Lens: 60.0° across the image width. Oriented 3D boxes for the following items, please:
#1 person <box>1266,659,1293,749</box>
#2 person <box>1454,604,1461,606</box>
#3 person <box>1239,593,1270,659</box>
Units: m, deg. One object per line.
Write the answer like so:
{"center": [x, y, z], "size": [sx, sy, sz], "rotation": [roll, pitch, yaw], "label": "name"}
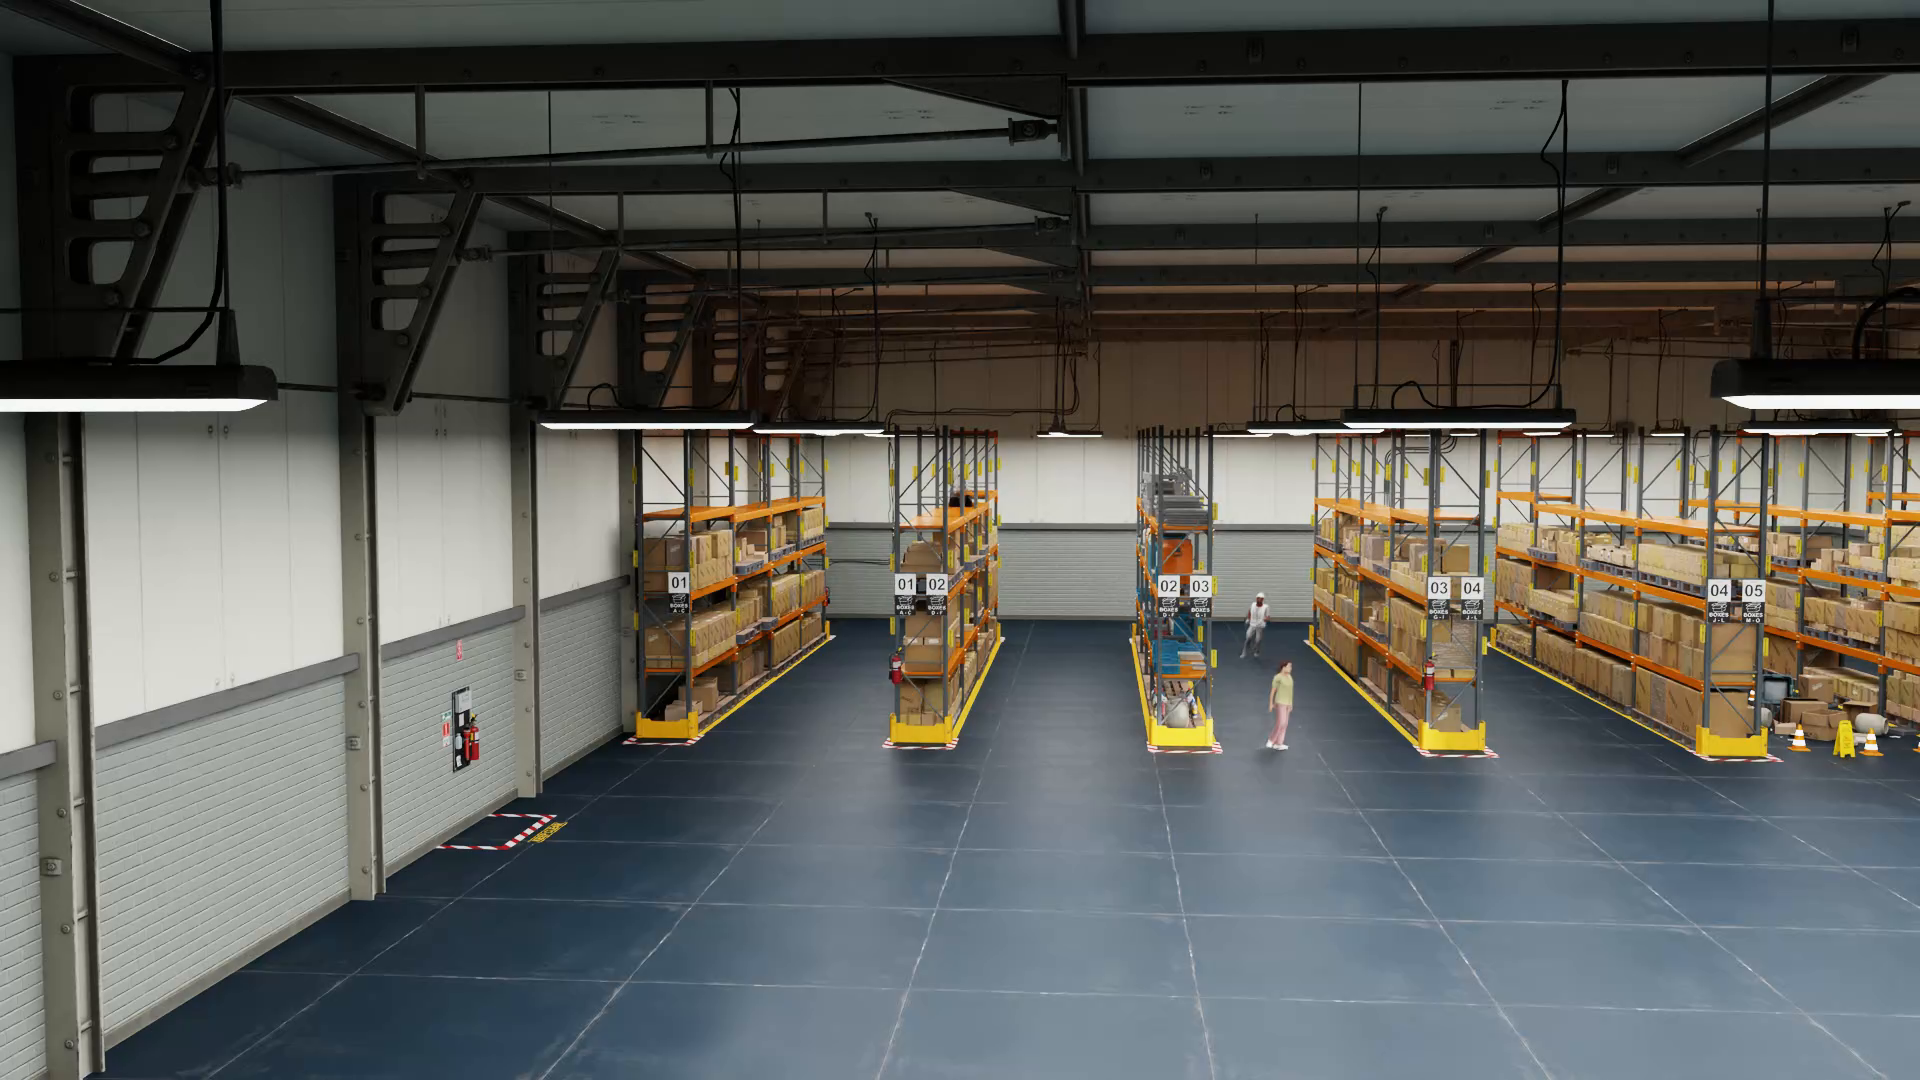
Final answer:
{"center": [5.909, 3.036, 30.688], "size": [0.551, 1.663, 0.413], "rotation": [-3, 5, -42], "label": "person"}
{"center": [13.774, 2.062, 46.770], "size": [0.799, 1.710, 0.723], "rotation": [1, 4, 17], "label": "person"}
{"center": [7.684, 2.232, 43.174], "size": [0.763, 1.724, 0.801], "rotation": [1, 4, 23], "label": "person"}
